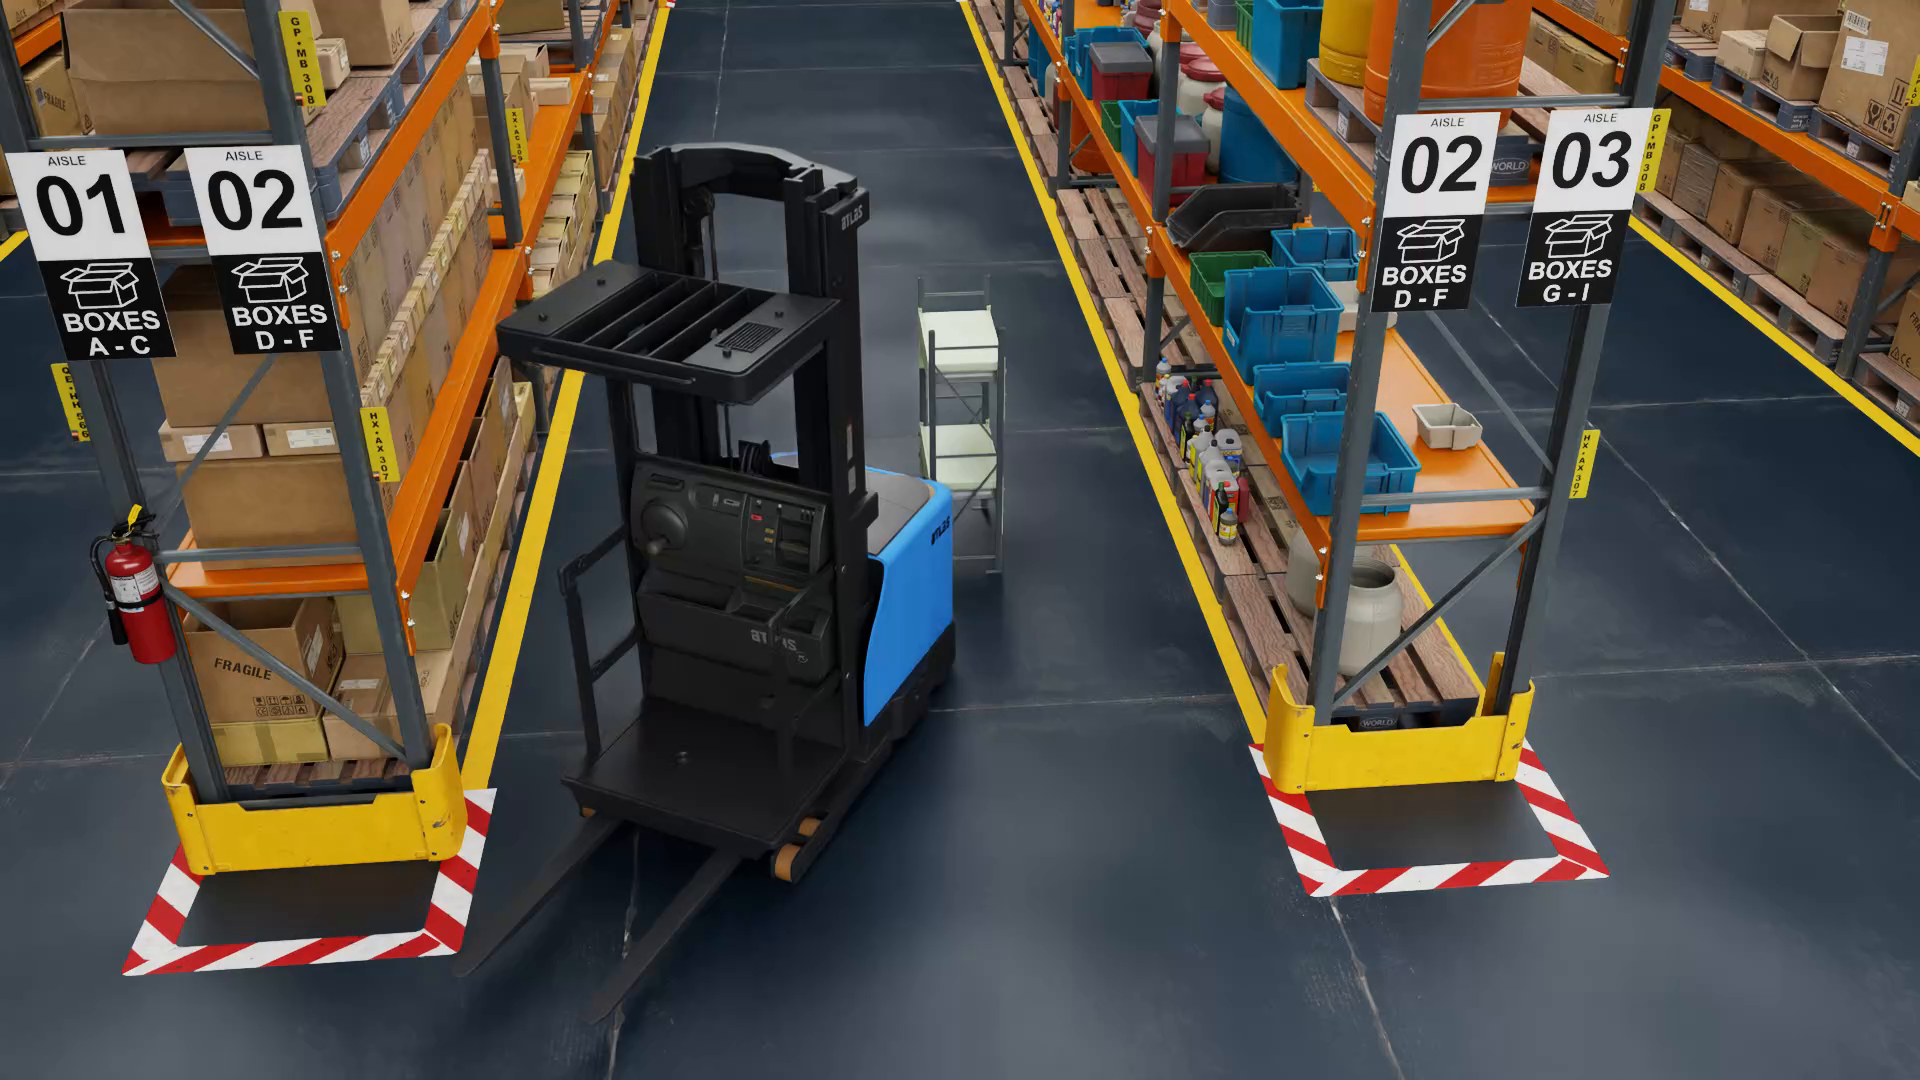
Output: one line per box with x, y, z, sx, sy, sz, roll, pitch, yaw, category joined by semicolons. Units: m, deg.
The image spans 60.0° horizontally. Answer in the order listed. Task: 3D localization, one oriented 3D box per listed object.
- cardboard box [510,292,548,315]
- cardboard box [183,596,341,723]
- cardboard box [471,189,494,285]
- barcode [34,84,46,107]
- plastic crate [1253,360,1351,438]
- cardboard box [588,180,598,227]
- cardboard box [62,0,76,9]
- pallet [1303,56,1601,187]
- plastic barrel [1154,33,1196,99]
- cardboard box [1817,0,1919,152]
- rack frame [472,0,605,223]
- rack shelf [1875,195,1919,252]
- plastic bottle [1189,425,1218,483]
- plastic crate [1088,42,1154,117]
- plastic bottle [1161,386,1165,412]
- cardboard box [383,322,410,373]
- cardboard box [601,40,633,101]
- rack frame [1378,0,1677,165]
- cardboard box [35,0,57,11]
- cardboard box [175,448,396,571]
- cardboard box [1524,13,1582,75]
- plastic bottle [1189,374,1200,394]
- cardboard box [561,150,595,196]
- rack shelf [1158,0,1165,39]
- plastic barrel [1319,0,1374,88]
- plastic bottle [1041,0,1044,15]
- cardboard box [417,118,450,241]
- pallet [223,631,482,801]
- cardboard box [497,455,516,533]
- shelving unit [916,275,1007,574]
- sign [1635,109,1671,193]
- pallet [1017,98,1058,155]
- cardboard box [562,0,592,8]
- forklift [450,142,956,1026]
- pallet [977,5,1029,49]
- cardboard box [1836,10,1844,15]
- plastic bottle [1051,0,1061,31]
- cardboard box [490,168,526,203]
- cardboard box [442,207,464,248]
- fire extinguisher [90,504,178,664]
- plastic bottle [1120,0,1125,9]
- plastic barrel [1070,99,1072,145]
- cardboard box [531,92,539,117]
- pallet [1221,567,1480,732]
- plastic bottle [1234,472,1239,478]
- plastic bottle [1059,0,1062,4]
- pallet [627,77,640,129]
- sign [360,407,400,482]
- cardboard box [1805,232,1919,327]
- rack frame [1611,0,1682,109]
-2.993;-1.449;10.976;0.500;0.311;0.500;-3;31;-4;cardboard box
-3.175;0.475;7.570;0.500;0.500;0.500;-3;31;-5;cardboard box
-3.155;-1.802;9.745;0.700;0.500;0.500;-4;31;-6;cardboard box
-3.337;-1.611;6.031;0.001;0.075;0.075;-3;31;-5;barcode
1.704;-0.688;8.122;0.499;0.251;0.408;-3;31;-5;plastic crate
-3.284;-2.771;13.736;0.500;0.250;0.500;-2;31;-3;cardboard box
-8.502;-5.050;15.506;0.380;0.149;0.250;-3;31;-5;cardboard box
2.123;-1.813;7.119;1.003;0.211;1.213;-3;31;-5;pallet
1.704;-3.581;12.712;0.421;0.512;0.421;0;31;0;plastic barrel
6.726;-3.309;11.370;1.000;1.000;1.000;-3;31;-4;cardboard box
-3.576;-4.028;13.568;1.000;3.000;0.127;-3;31;-5;rack frame
6.848;-1.128;9.416;1.077;0.370;4.000;-3;31;-5;rack shelf
1.449;-0.527;9.862;0.144;0.351;0.185;-3;31;-5;plastic bottle
1.202;-3.451;12.540;0.402;0.464;0.583;-3;31;-5;plastic crate
1.342;-0.921;10.667;0.097;0.201;0.097;0;31;0;plastic bottle
-2.722;-0.867;7.546;0.380;0.149;0.250;-3;31;-5;cardboard box
-3.581;-4.695;16.693;0.500;0.500;0.500;-3;31;-4;cardboard box
2.103;-2.754;5.586;1.000;3.000;0.127;-3;31;-5;rack frame
-8.440;-5.015;14.814;0.500;0.500;0.500;-2;31;-3;cardboard box
-2.860;-0.225;7.105;0.700;0.500;0.500;-3;31;-5;cardboard box
6.168;-4.578;16.151;1.225;0.875;0.875;-3;31;-4;cardboard box
1.486;-0.902;10.554;0.061;0.283;0.133;-3;31;-5;plastic bottle
-3.282;-3.013;13.594;0.500;0.311;0.500;-2;31;-3;cardboard box
1.543;-4.221;11.668;1.077;0.370;4.000;-3;31;-5;rack shelf
1.870;-2.304;7.163;0.600;0.588;0.600;0;31;0;plastic barrel
0.786;-4.983;15.281;0.061;0.283;0.133;-3;31;-5;plastic bottle
-3.060;-1.846;8.552;0.700;0.500;0.500;-3;31;-5;cardboard box
-2.942;0.865;8.096;1.003;0.211;1.213;-3;31;-5;pallet
-2.843;-0.249;9.513;0.500;0.250;0.500;-3;31;-5;cardboard box
0.001;-0.640;9.360;0.431;1.500;0.755;-3;31;-5;shelving unit
2.651;-1.495;6.393;0.100;0.325;0.005;-3;31;-5;sign
1.130;-4.088;16.388;1.003;0.211;1.213;-3;31;-5;pallet
-3.643;-5.043;14.761;0.700;0.500;0.500;3;31;5;cardboard box
-1.079;-0.019;6.923;1.130;2.935;3.031;13;33;20;forklift
0.758;-6.106;19.767;1.003;0.211;1.213;-3;31;-5;pallet
10.455;-6.138;19.471;0.380;0.149;0.250;-4;31;-6;cardboard box
0.861;-4.671;14.771;0.097;0.271;0.097;0;31;0;plastic bottle
-3.082;-2.340;10.987;0.380;0.149;0.250;-3;31;-5;cardboard box
-2.871;-1.659;8.872;0.380;0.149;0.250;-3;31;-5;cardboard box
-3.280;0.172;6.612;0.296;0.674;0.183;-3;31;-5;fire extinguisher
1.546;-5.095;15.480;0.097;0.271;0.097;0;31;0;plastic bottle
1.151;-3.909;15.385;0.421;0.512;0.421;0;31;0;plastic barrel
-3.401;-3.272;12.547;0.380;0.149;0.250;-1;31;-1;cardboard box
1.979;0.567;8.595;1.003;0.211;1.213;-3;31;-5;pallet
1.608;-0.299;9.626;0.097;0.201;0.097;0;31;0;plastic bottle
0.913;-5.084;15.450;0.061;0.283;0.133;-3;31;-5;plastic bottle
-3.836;-4.459;17.010;1.003;0.211;1.213;-3;31;-5;pallet
-2.276;-0.373;6.527;0.100;0.325;0.005;-3;31;-5;sign
6.625;-1.889;11.995;0.700;0.500;0.500;-5;31;-8;cardboard box
6.287;-4.501;14.360;1.000;3.000;0.127;-3;31;-5;rack frame
